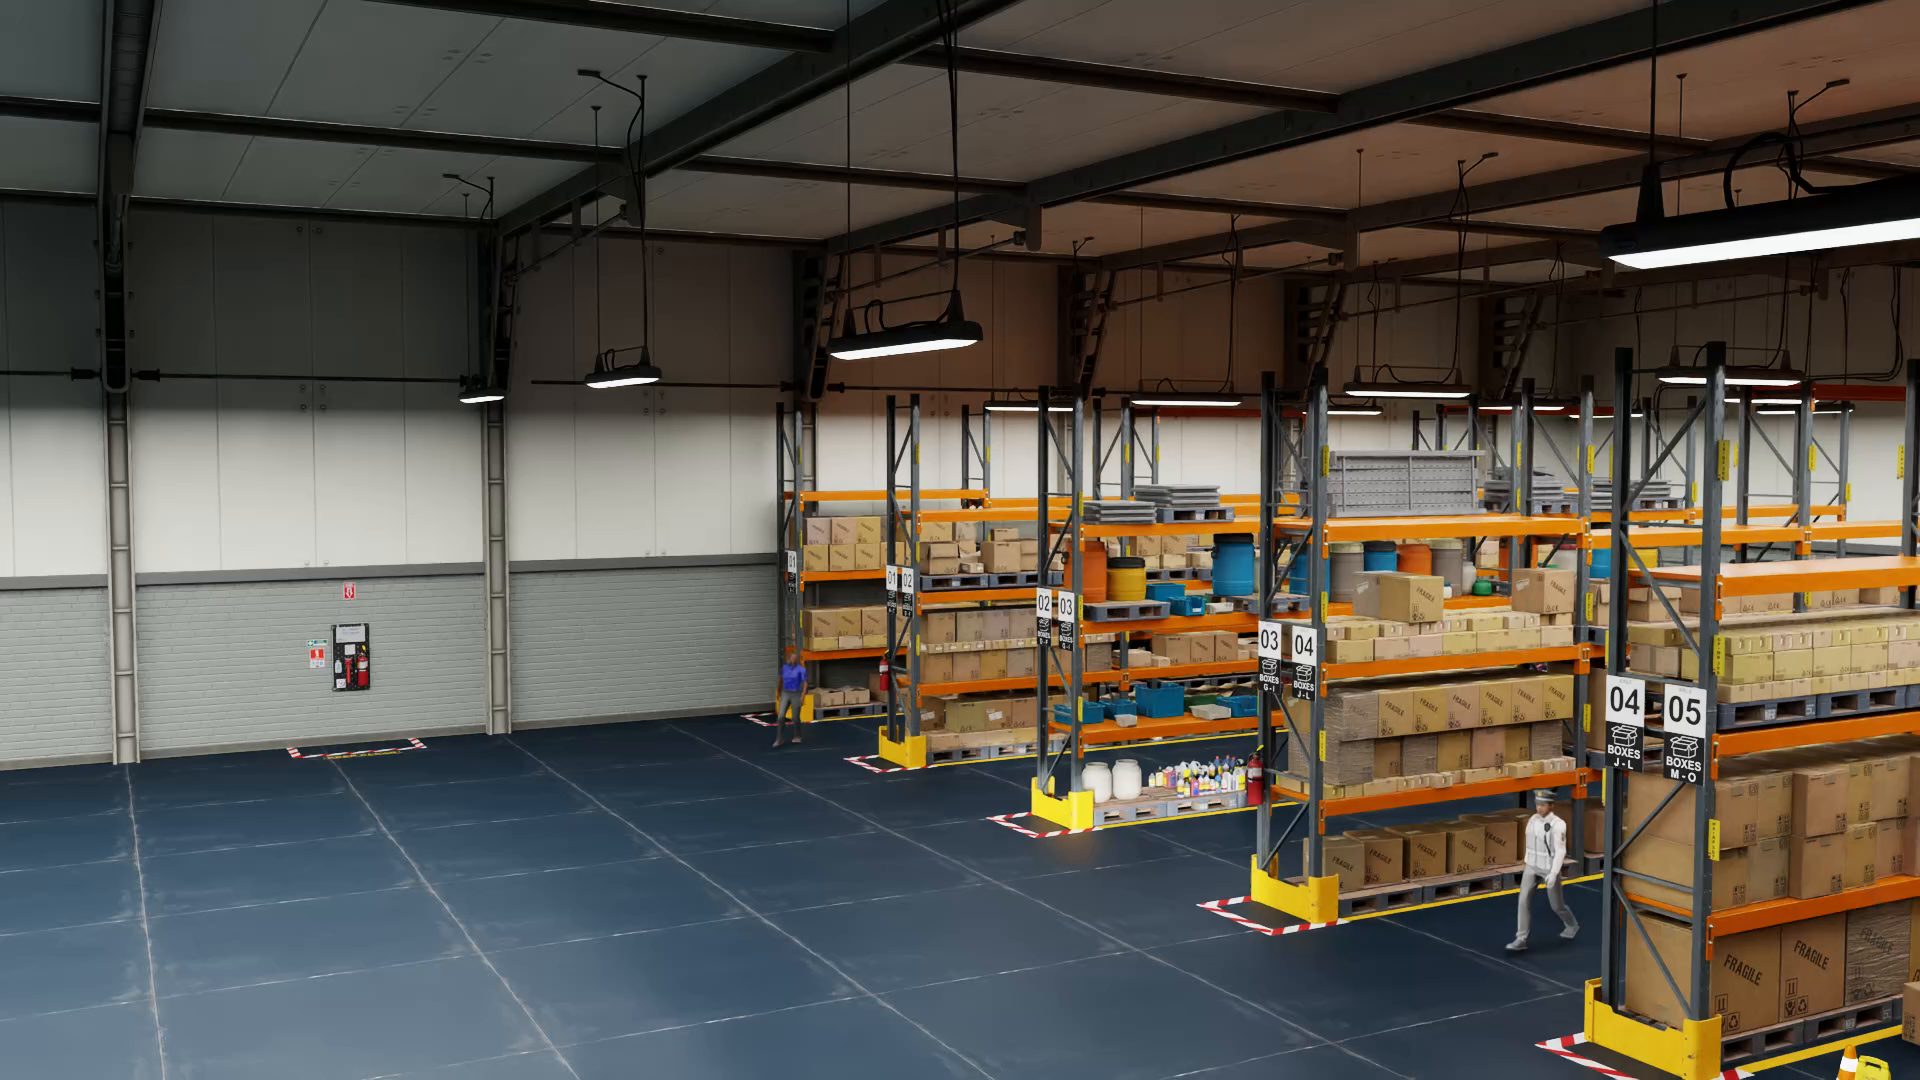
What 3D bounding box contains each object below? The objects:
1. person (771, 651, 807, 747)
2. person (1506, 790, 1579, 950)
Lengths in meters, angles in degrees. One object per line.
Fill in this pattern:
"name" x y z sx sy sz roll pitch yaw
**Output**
"person" -2.935 2.755 28.782 0.604 1.685 0.688 1 3 9
"person" 6.008 3.372 17.072 0.963 1.636 0.505 -2 4 -37
